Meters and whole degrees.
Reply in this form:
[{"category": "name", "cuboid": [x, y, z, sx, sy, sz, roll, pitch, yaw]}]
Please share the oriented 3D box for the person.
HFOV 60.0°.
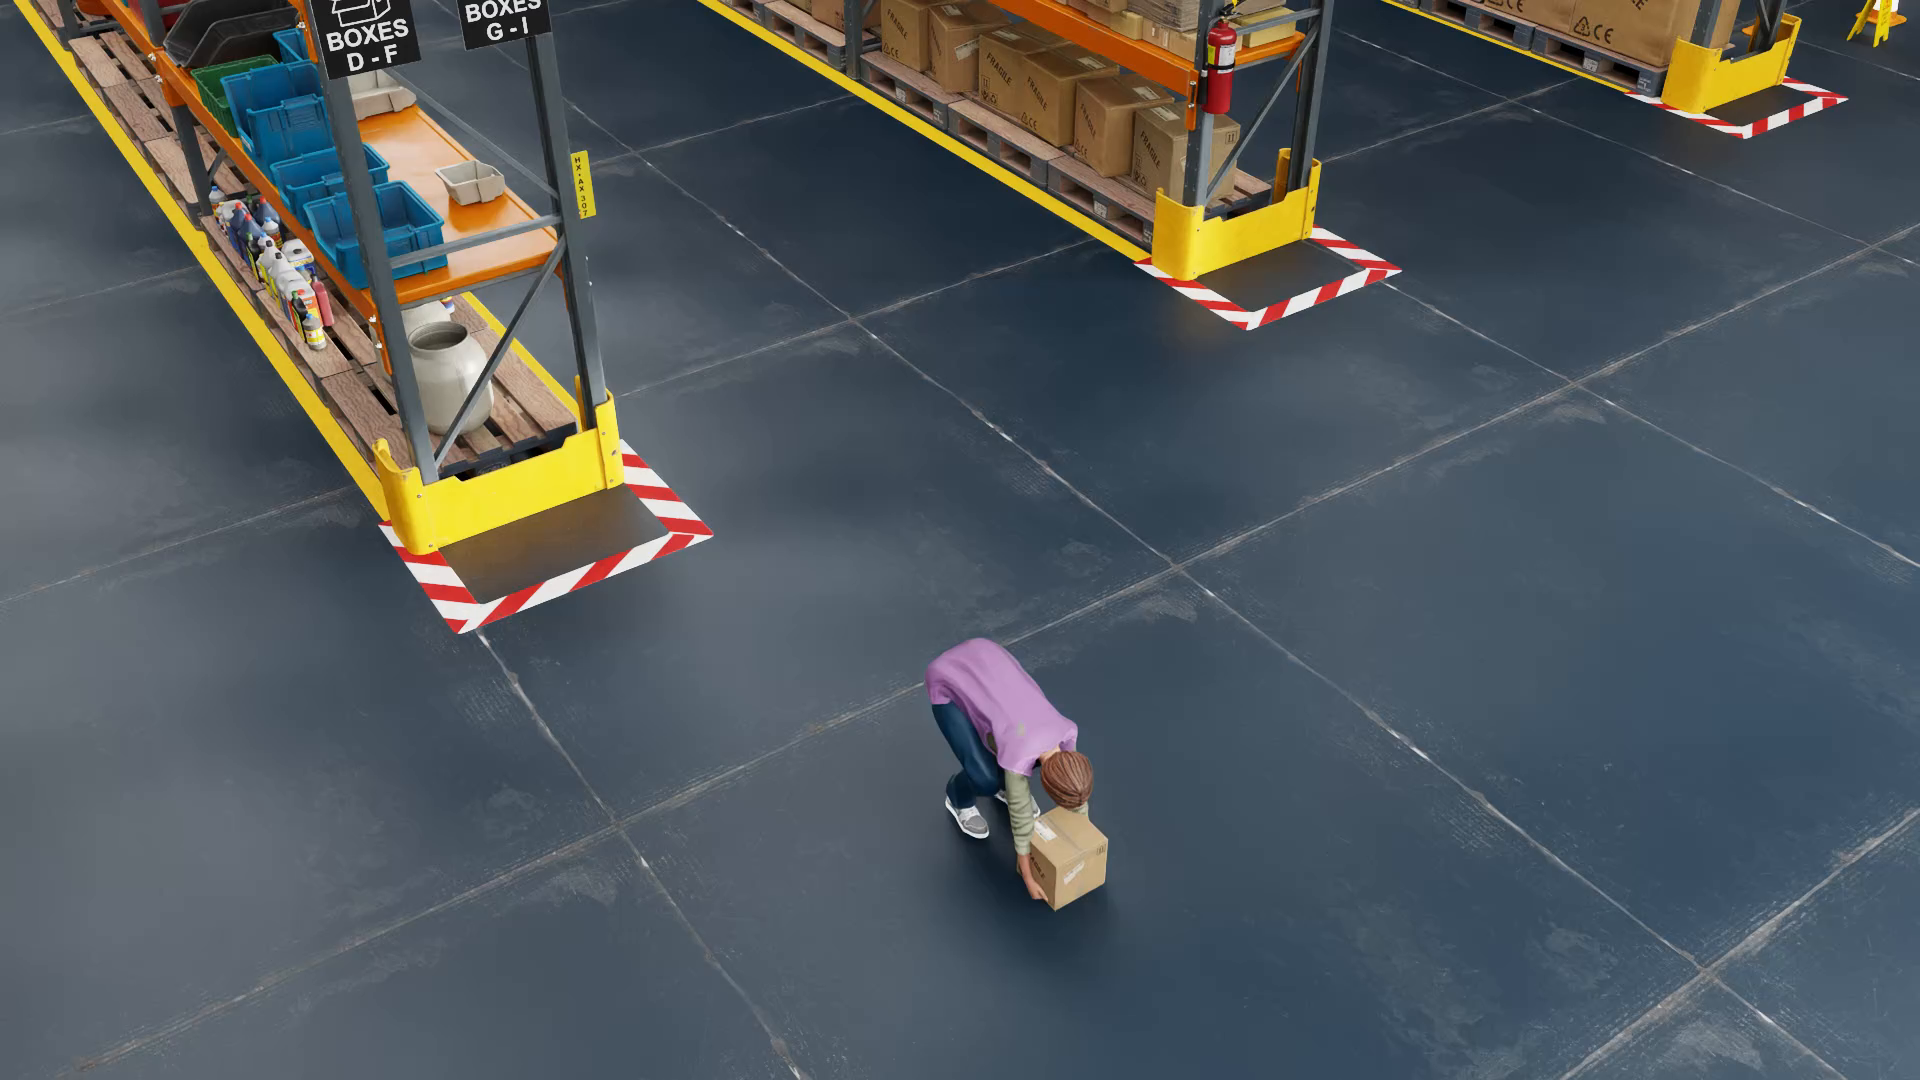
[{"category": "person", "cuboid": [0.206, 0.860, 6.528, 0.424, 0.815, 0.861, -25, 43, -29]}]
